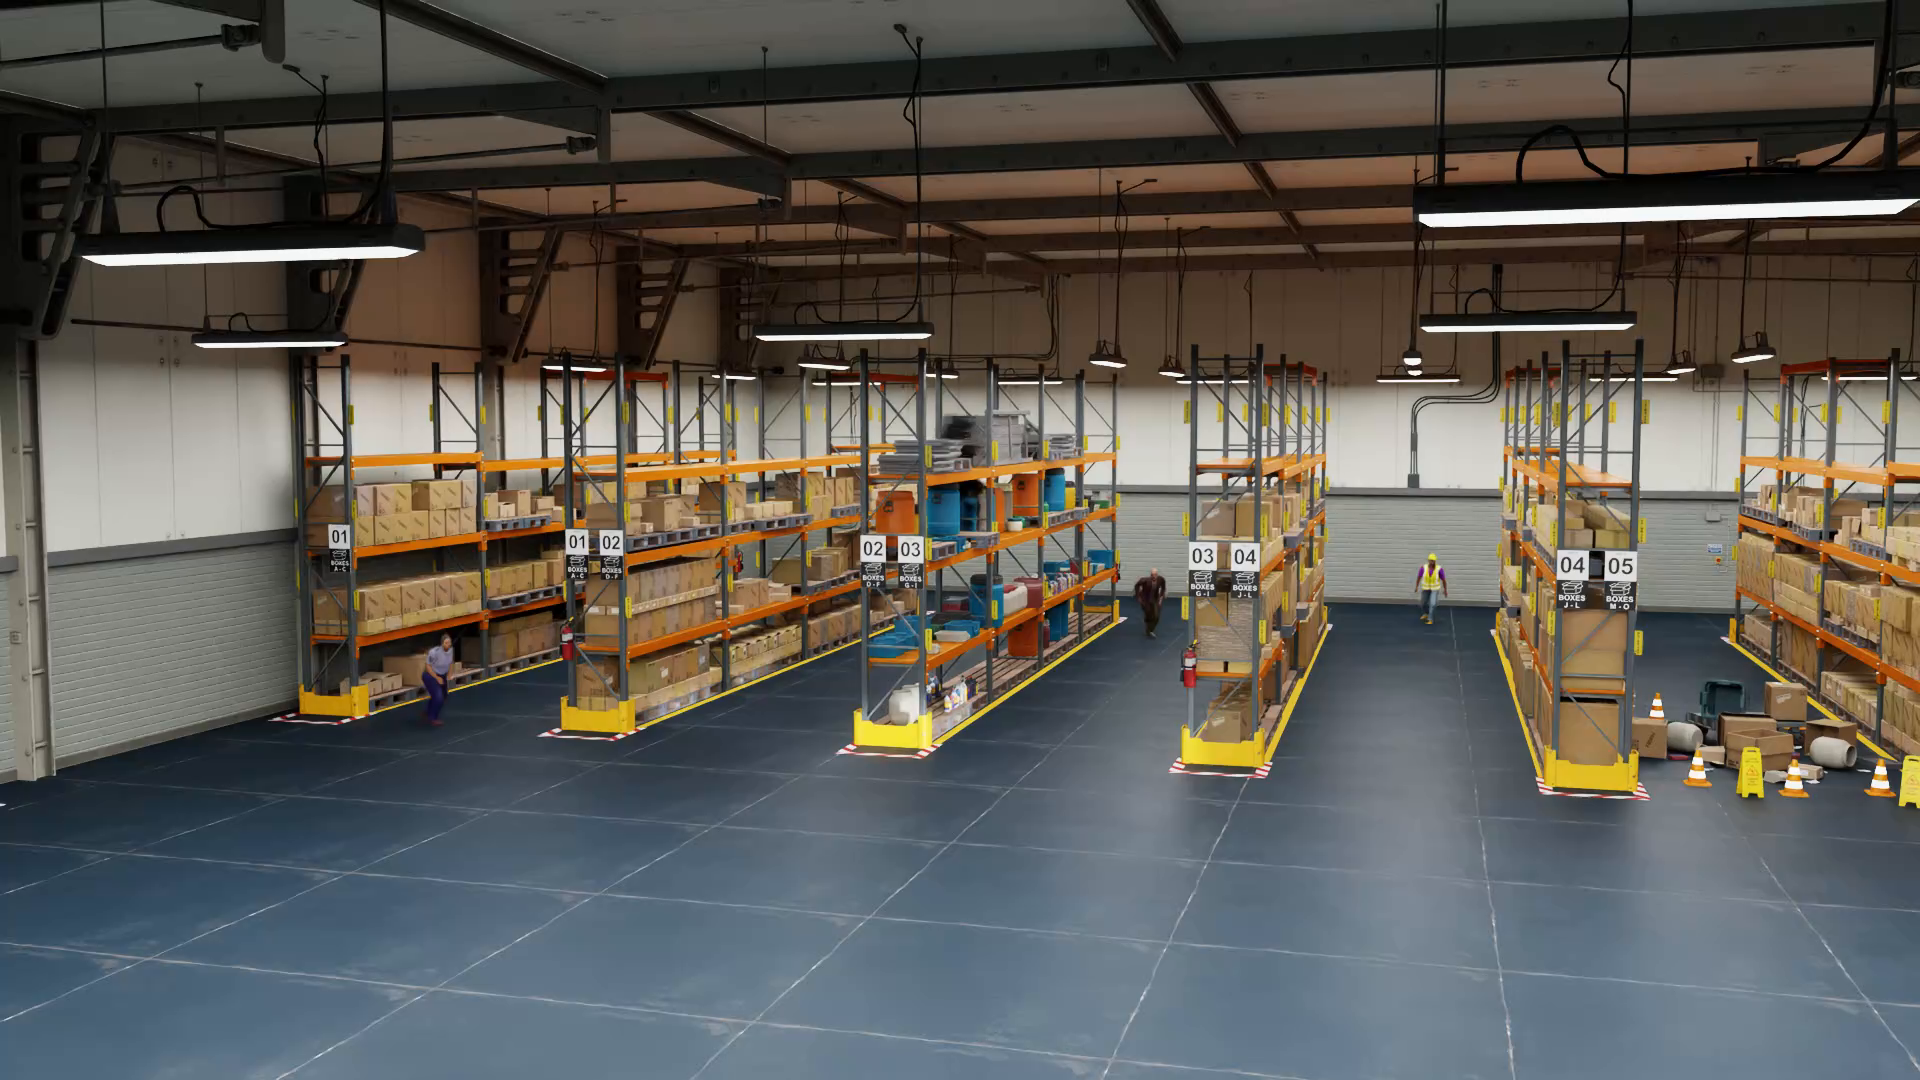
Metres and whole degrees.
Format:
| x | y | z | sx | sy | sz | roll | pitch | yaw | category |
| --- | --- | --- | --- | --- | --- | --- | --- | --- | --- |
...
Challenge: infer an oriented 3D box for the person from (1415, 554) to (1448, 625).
| x | y | z | sx | sy | sz | roll | pitch | yaw | category |
| --- | --- | --- | --- | --- | --- | --- | --- | --- | --- |
| 11.324 | 1.170 | 39.860 | 0.770 | 1.698 | 0.793 | 2 | 5 | 24 | person |

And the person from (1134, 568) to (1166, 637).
| x | y | z | sx | sy | sz | roll | pitch | yaw | category |
| --- | --- | --- | --- | --- | --- | --- | --- | --- | --- |
| 4.284 | 1.403 | 37.687 | 0.727 | 1.584 | 0.956 | -1 | 4 | -7 | person |

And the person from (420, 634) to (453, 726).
| x | y | z | sx | sy | sz | roll | pitch | yaw | category |
| --- | --- | --- | --- | --- | --- | --- | --- | --- | --- |
| -8.491 | 2.246 | 26.907 | 0.824 | 1.509 | 0.640 | 2 | 5 | 20 | person |
